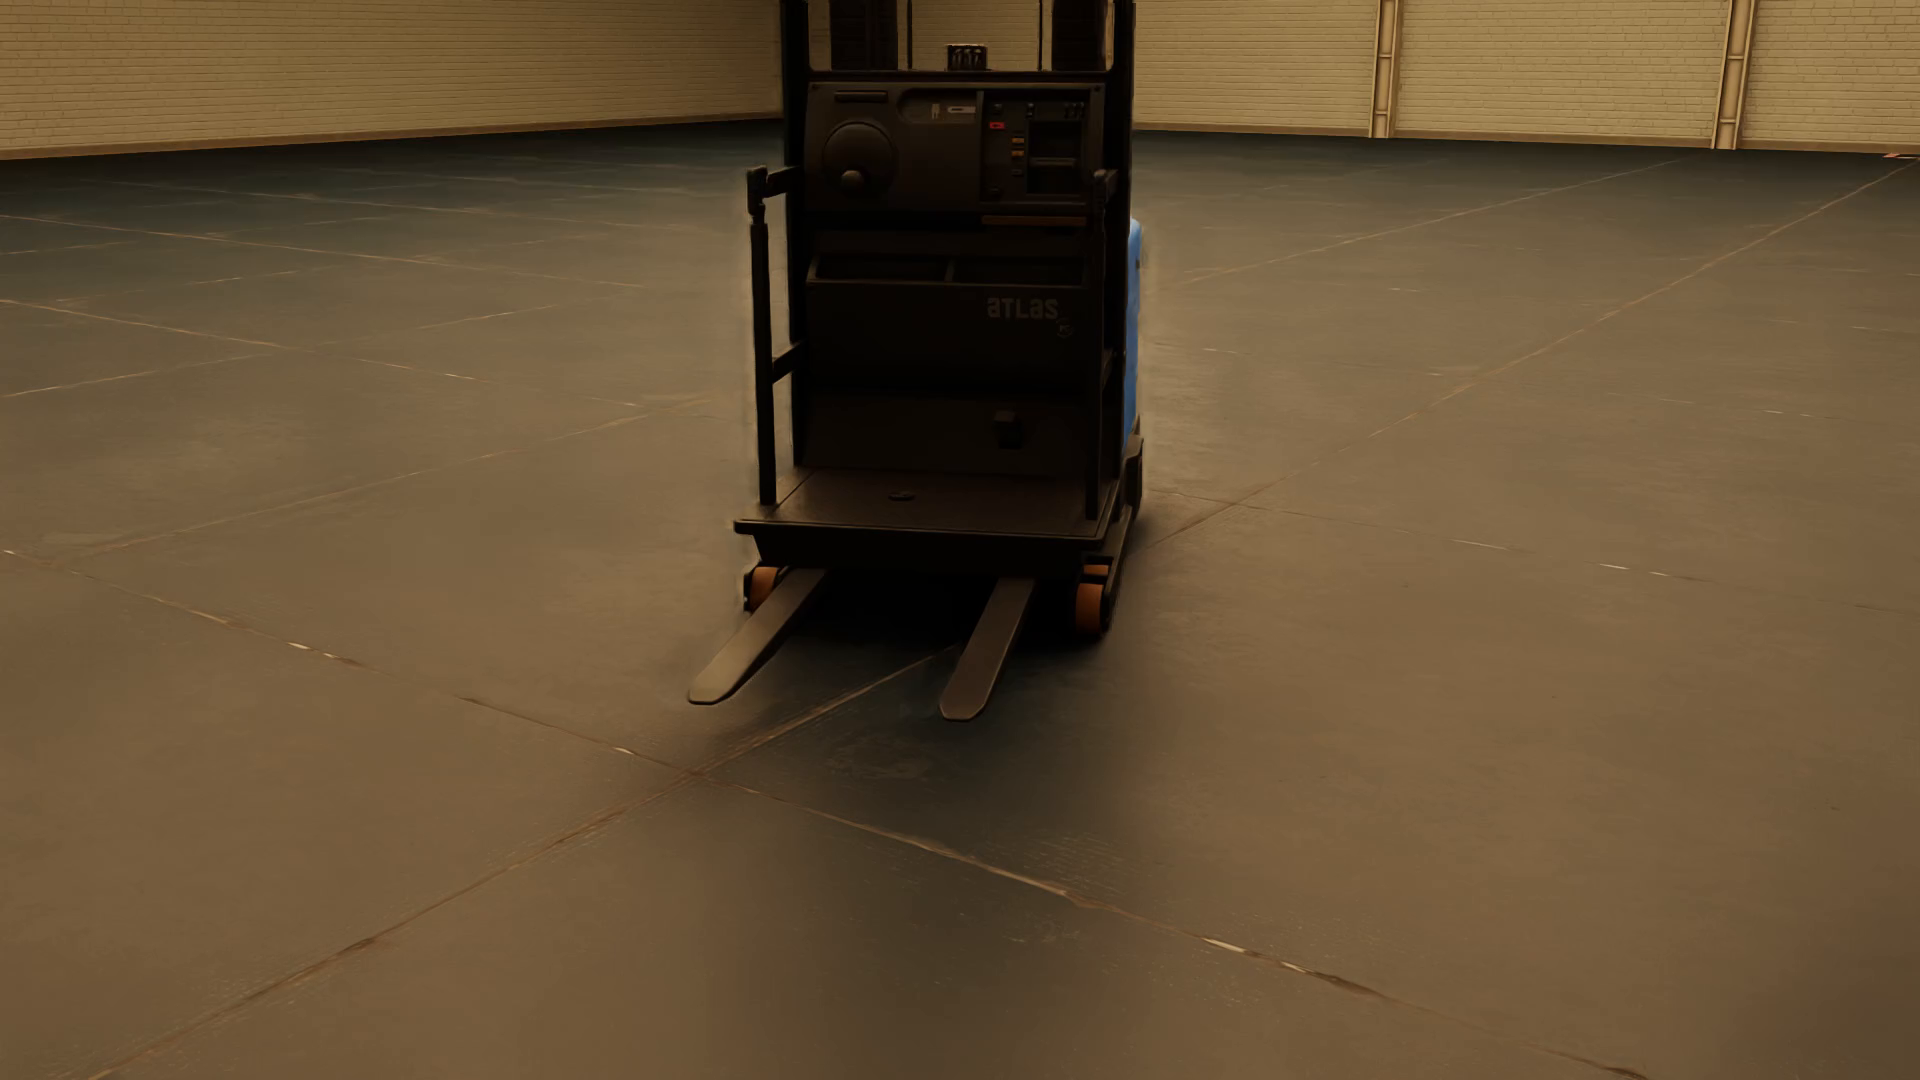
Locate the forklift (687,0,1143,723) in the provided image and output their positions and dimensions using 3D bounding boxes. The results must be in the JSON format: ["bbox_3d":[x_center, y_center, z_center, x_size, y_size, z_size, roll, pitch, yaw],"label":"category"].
[{"bbox_3d":[-0.054,-1.223,4.922,1.130,2.935,3.031,3,17,9],"label":"forklift"}]
